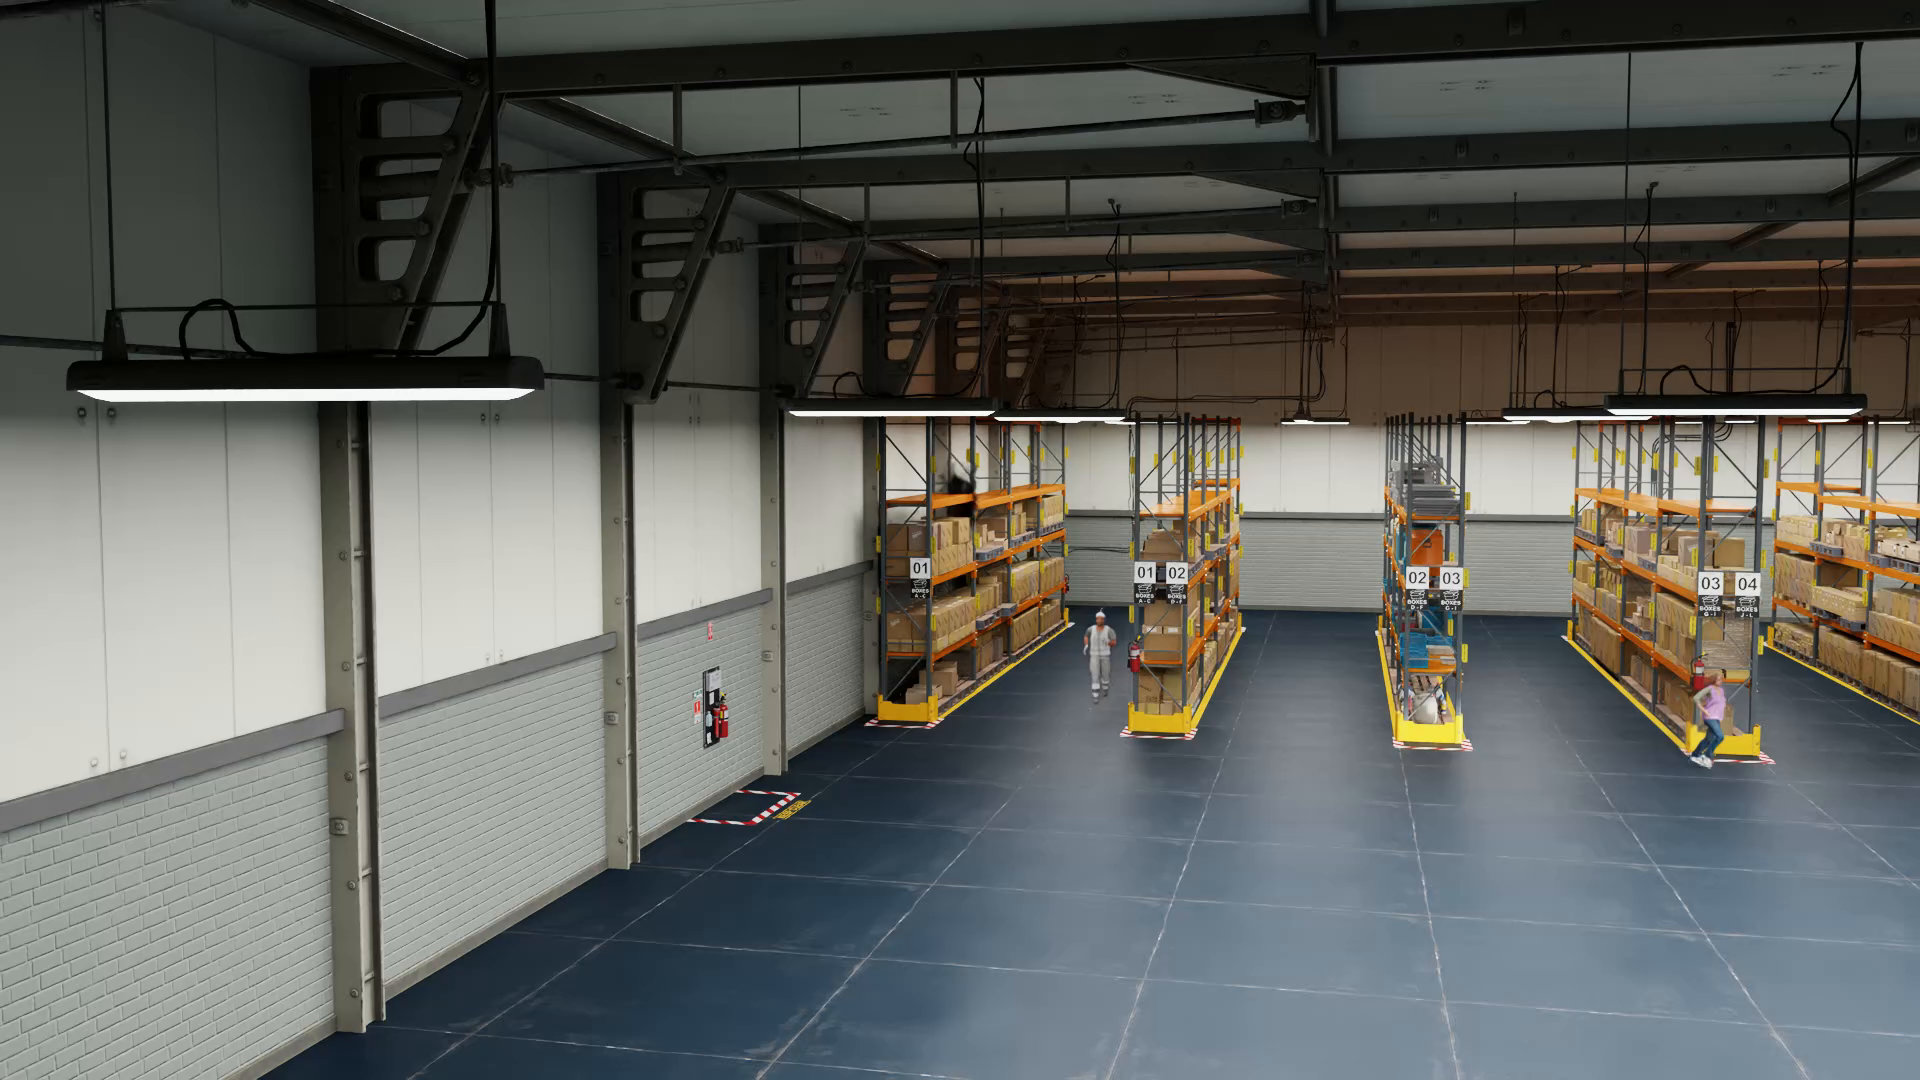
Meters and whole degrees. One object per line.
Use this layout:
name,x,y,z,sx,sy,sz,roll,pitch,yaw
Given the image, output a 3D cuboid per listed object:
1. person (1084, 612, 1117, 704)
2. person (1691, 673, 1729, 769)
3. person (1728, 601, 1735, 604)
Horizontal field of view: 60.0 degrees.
person,2.783,2.310,33.022,0.659,1.773,1.003,1,4,8
person,12.651,3.034,27.986,0.558,1.599,0.602,-2,5,-31
person,20.511,1.888,44.310,0.560,1.682,0.746,-2,4,-29
